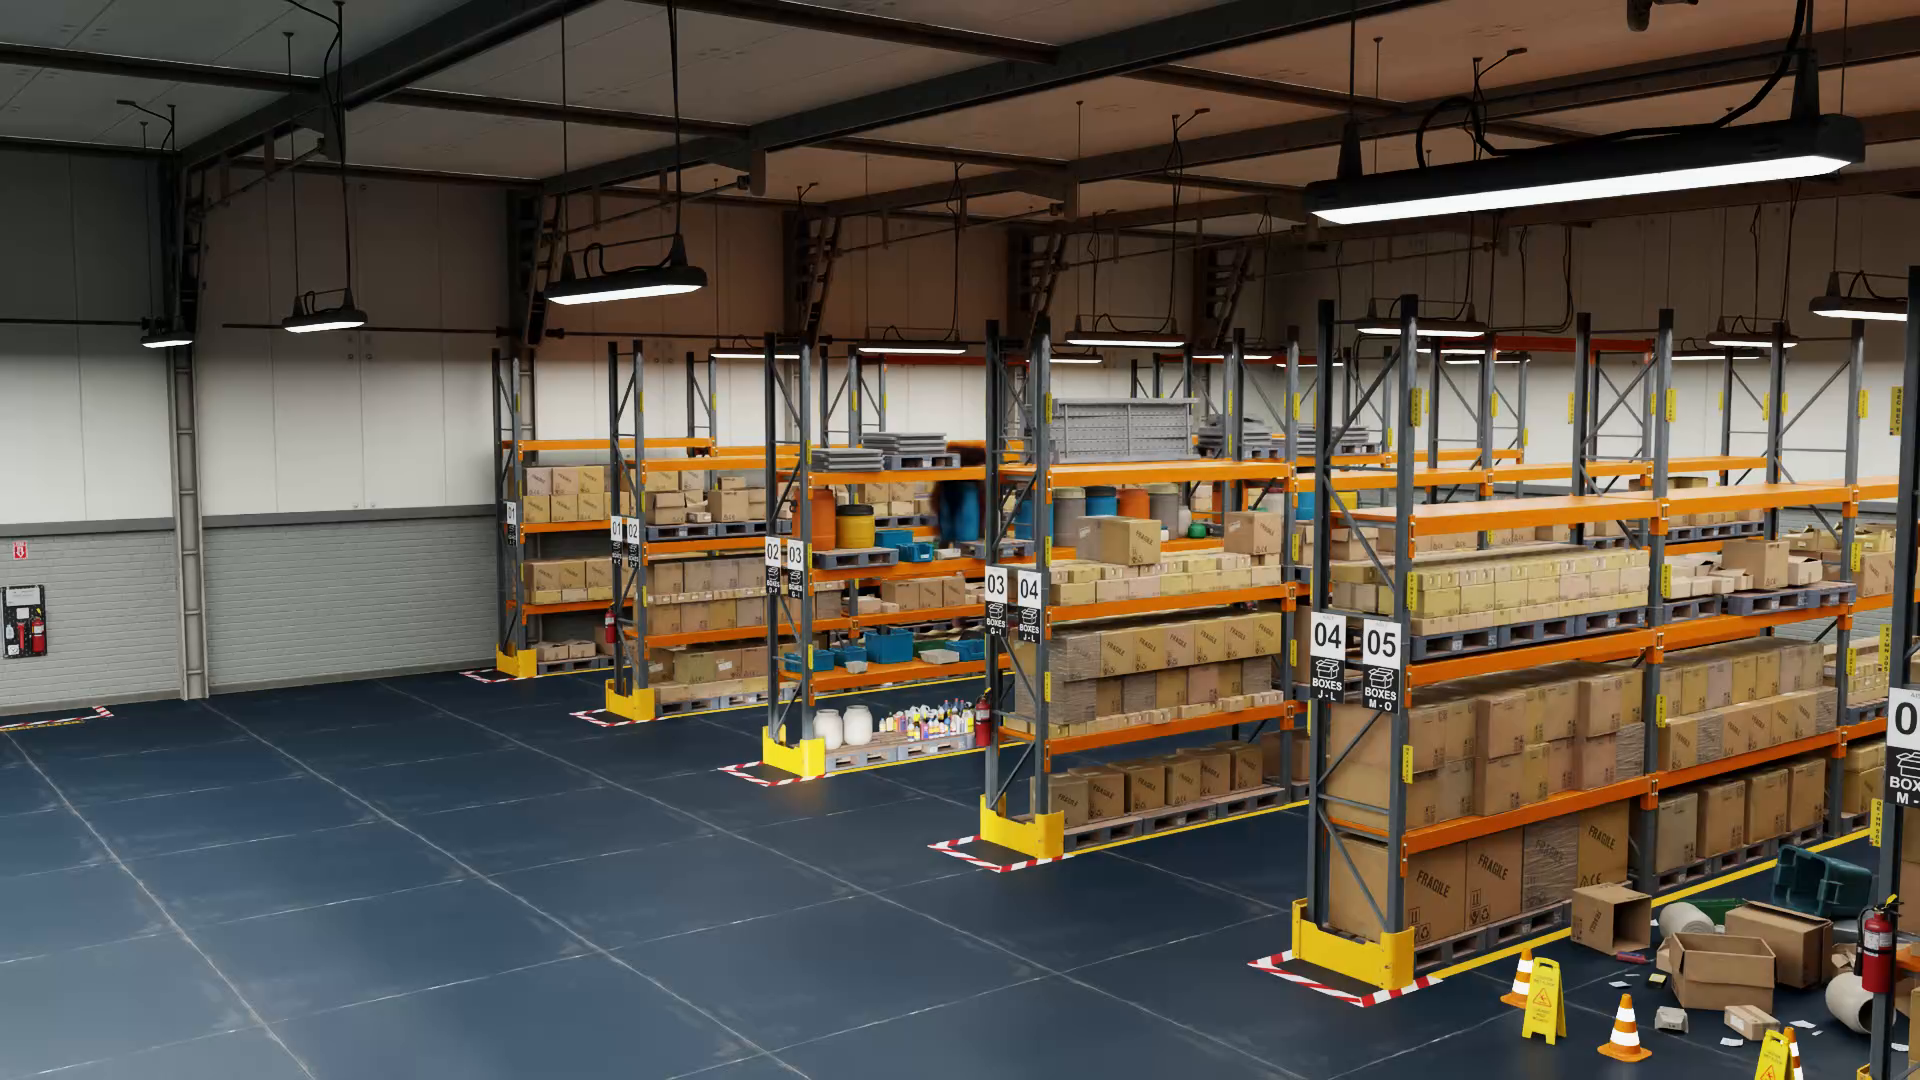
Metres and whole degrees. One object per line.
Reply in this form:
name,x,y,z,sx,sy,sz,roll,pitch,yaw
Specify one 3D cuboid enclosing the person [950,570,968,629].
person,0.033,1.423,33.140,0.487,1.668,0.563,-3,6,-29
